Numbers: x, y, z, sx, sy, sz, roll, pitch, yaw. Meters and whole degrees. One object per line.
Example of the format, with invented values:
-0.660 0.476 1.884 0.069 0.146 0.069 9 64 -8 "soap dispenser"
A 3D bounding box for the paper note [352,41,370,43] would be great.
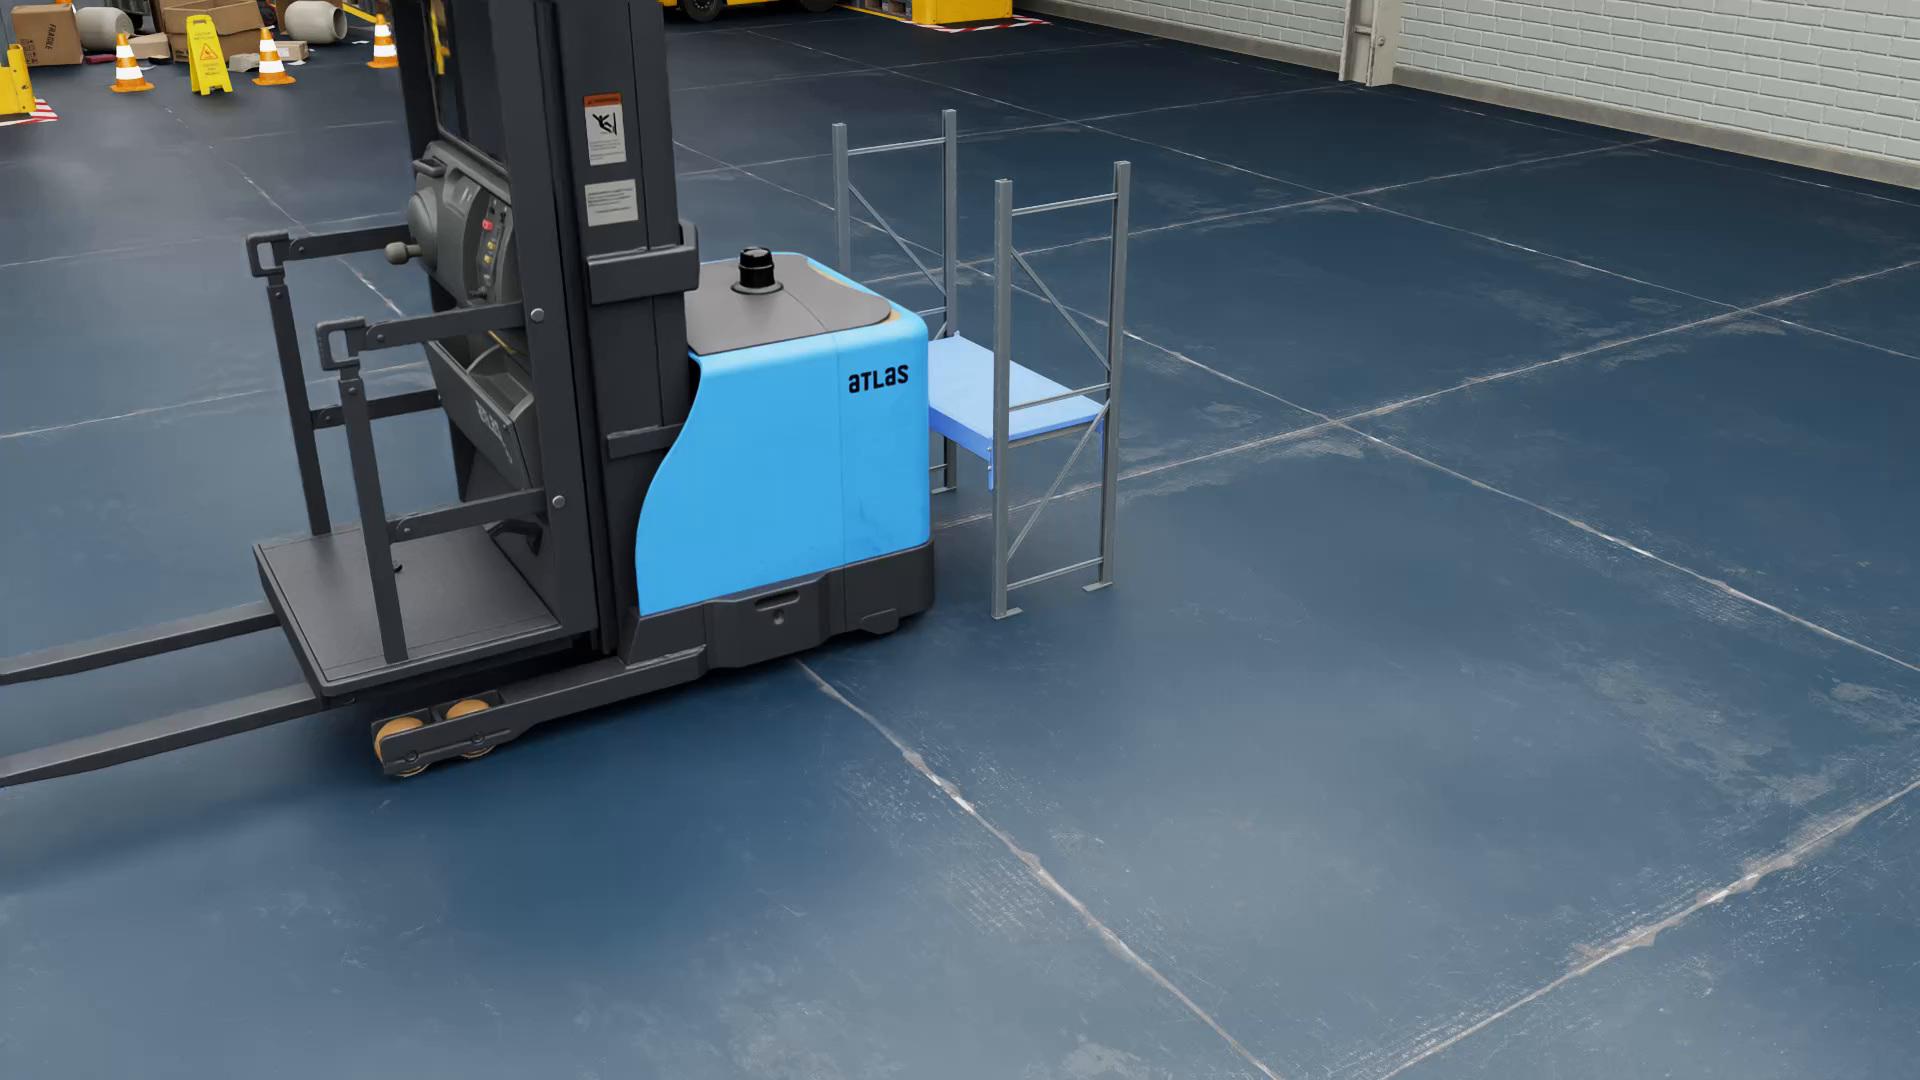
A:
-6.132 -5.104 17.026 0.148 0.019 0.142 18 31 33 "paper note"

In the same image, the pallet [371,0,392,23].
-5.926 -5.965 18.639 1.003 0.211 1.213 -16 29 -30 "pallet"

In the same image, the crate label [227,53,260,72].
-6.679 -4.473 15.564 0.298 0.136 0.250 12 28 24 "crate label"

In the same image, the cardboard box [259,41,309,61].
-6.546 -4.736 16.109 0.380 0.149 0.250 -1 25 -3 "cardboard box"

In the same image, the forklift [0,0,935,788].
-1.615 -0.901 4.724 3.031 2.935 1.130 -14 29 -28 "forklift"

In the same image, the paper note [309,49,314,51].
-6.474 -4.892 16.602 0.032 0.001 0.123 -16 29 -30 "paper note"

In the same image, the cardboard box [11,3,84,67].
-8.707 -4.823 15.879 0.500 0.500 0.500 -10 27 -21 "cardboard box"

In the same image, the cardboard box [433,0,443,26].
-5.081 -5.388 16.878 0.500 0.250 0.500 -15 29 -29 "cardboard box"

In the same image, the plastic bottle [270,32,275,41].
-7.189 -5.231 17.259 0.133 0.061 0.283 -10 27 -21 "plastic bottle"

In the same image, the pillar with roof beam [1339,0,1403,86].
0.062 -7.208 10.979 9.100 9.000 0.400 -16 29 -30 "pillar with roof beam"

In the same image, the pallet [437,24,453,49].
-4.594 -5.093 16.791 1.003 0.211 1.213 -16 29 -30 "pallet"

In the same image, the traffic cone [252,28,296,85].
-6.198 -4.353 14.930 0.336 0.463 0.334 -16 29 -30 "traffic cone"

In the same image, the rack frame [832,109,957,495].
-0.231 -0.830 6.250 0.500 1.500 0.032 -16 29 -30 "rack frame"

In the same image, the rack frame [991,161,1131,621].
0.324 -0.466 5.480 0.500 1.500 0.032 -16 29 -30 "rack frame"

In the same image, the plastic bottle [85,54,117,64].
-8.239 -4.628 15.981 0.133 0.061 0.283 18 31 33 "plastic bottle"

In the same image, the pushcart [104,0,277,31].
-8.205 -5.723 17.932 0.936 0.377 1.648 18 31 33 "pushcart"

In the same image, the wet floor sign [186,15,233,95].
-6.556 -4.224 14.443 0.267 0.644 0.232 -22 33 -38 "wet floor sign"

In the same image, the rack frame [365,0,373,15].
-6.322 -7.458 18.536 1.000 3.000 0.127 -16 29 -30 "rack frame"

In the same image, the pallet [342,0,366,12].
-6.748 -6.476 19.720 1.003 0.211 1.213 -16 29 -30 "pallet"

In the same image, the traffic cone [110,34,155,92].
-7.331 -4.212 14.630 0.336 0.463 0.334 -16 29 -30 "traffic cone"

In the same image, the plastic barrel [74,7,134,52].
-8.509 -5.055 16.463 0.512 0.421 0.421 3 25 6 "plastic barrel"

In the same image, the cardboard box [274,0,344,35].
-6.877 -5.629 17.585 0.500 0.500 0.500 3 25 6 "cardboard box"

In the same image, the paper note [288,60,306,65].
-6.322 -4.559 15.872 0.142 0.019 0.148 18 31 33 "paper note"

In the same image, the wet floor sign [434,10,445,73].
-4.931 -4.646 15.335 0.267 0.644 0.232 -6 26 -12 "wet floor sign"

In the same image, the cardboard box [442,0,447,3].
-4.794 -5.539 16.320 0.500 0.500 0.500 -15 29 -29 "cardboard box"

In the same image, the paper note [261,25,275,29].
-7.462 -5.529 17.926 0.148 0.019 0.142 -16 29 -30 "paper note"

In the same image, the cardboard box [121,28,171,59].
-7.933 -4.847 16.206 0.396 0.266 0.258 -10 27 -21 "cardboard box"

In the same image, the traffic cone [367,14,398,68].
-5.454 -4.734 15.735 0.336 0.463 0.334 -16 29 -30 "traffic cone"

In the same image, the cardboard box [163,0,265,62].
-7.218 -4.937 16.119 0.637 0.503 0.797 7 26 15 "cardboard box"

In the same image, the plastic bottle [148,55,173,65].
-7.672 -4.599 15.921 0.283 0.061 0.133 18 31 33 "plastic bottle"

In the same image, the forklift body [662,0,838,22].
-2.545 -7.055 18.675 2.313 2.155 1.214 -16 29 -30 "forklift body"

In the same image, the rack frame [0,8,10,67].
-8.230 -4.838 12.985 1.000 3.000 0.127 -16 29 -30 "rack frame"

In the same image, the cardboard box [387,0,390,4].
-5.925 -5.943 18.054 0.500 0.250 0.500 -14 29 -27 "cardboard box"

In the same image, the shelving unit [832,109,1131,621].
0.047 -0.648 5.865 0.538 1.500 1.048 -16 29 -30 "shelving unit"

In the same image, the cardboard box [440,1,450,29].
-4.818 -5.209 16.500 0.500 0.250 0.500 -16 29 -30 "cardboard box"

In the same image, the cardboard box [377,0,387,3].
-6.226 -6.131 18.453 0.500 0.250 0.500 -17 30 -32 "cardboard box"

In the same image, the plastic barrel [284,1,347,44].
-6.534 -5.249 16.872 0.512 0.421 0.421 3 25 6 "plastic barrel"

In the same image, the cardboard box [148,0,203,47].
-7.736 -5.331 16.794 0.797 0.637 0.503 -16 29 -30 "cardboard box"

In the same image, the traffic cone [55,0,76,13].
-9.881 -5.953 18.318 0.336 0.463 0.334 -16 29 -30 "traffic cone"

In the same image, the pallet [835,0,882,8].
-1.096 -6.625 20.035 1.003 0.211 1.213 -16 29 -30 "pallet"

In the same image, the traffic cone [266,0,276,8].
-8.172 -6.429 19.325 0.336 0.463 0.334 -16 29 -30 "traffic cone"

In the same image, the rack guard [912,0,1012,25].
0.032 -6.047 18.473 1.175 0.500 0.348 -16 29 -30 "rack guard"

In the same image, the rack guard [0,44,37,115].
-8.217 -3.699 13.500 1.175 0.500 0.348 -16 29 -30 "rack guard"

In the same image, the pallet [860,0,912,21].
-0.434 -6.189 19.112 1.003 0.211 1.213 -16 29 -30 "pallet"

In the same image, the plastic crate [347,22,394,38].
-6.152 -5.386 17.564 0.583 0.080 0.402 18 31 33 "plastic crate"

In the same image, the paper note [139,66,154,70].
-7.641 -4.436 15.613 0.144 0.017 0.142 -6 26 -12 "paper note"

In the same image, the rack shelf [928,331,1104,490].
0.047 -0.485 5.942 0.538 0.185 1.000 -16 29 -30 "rack shelf"
